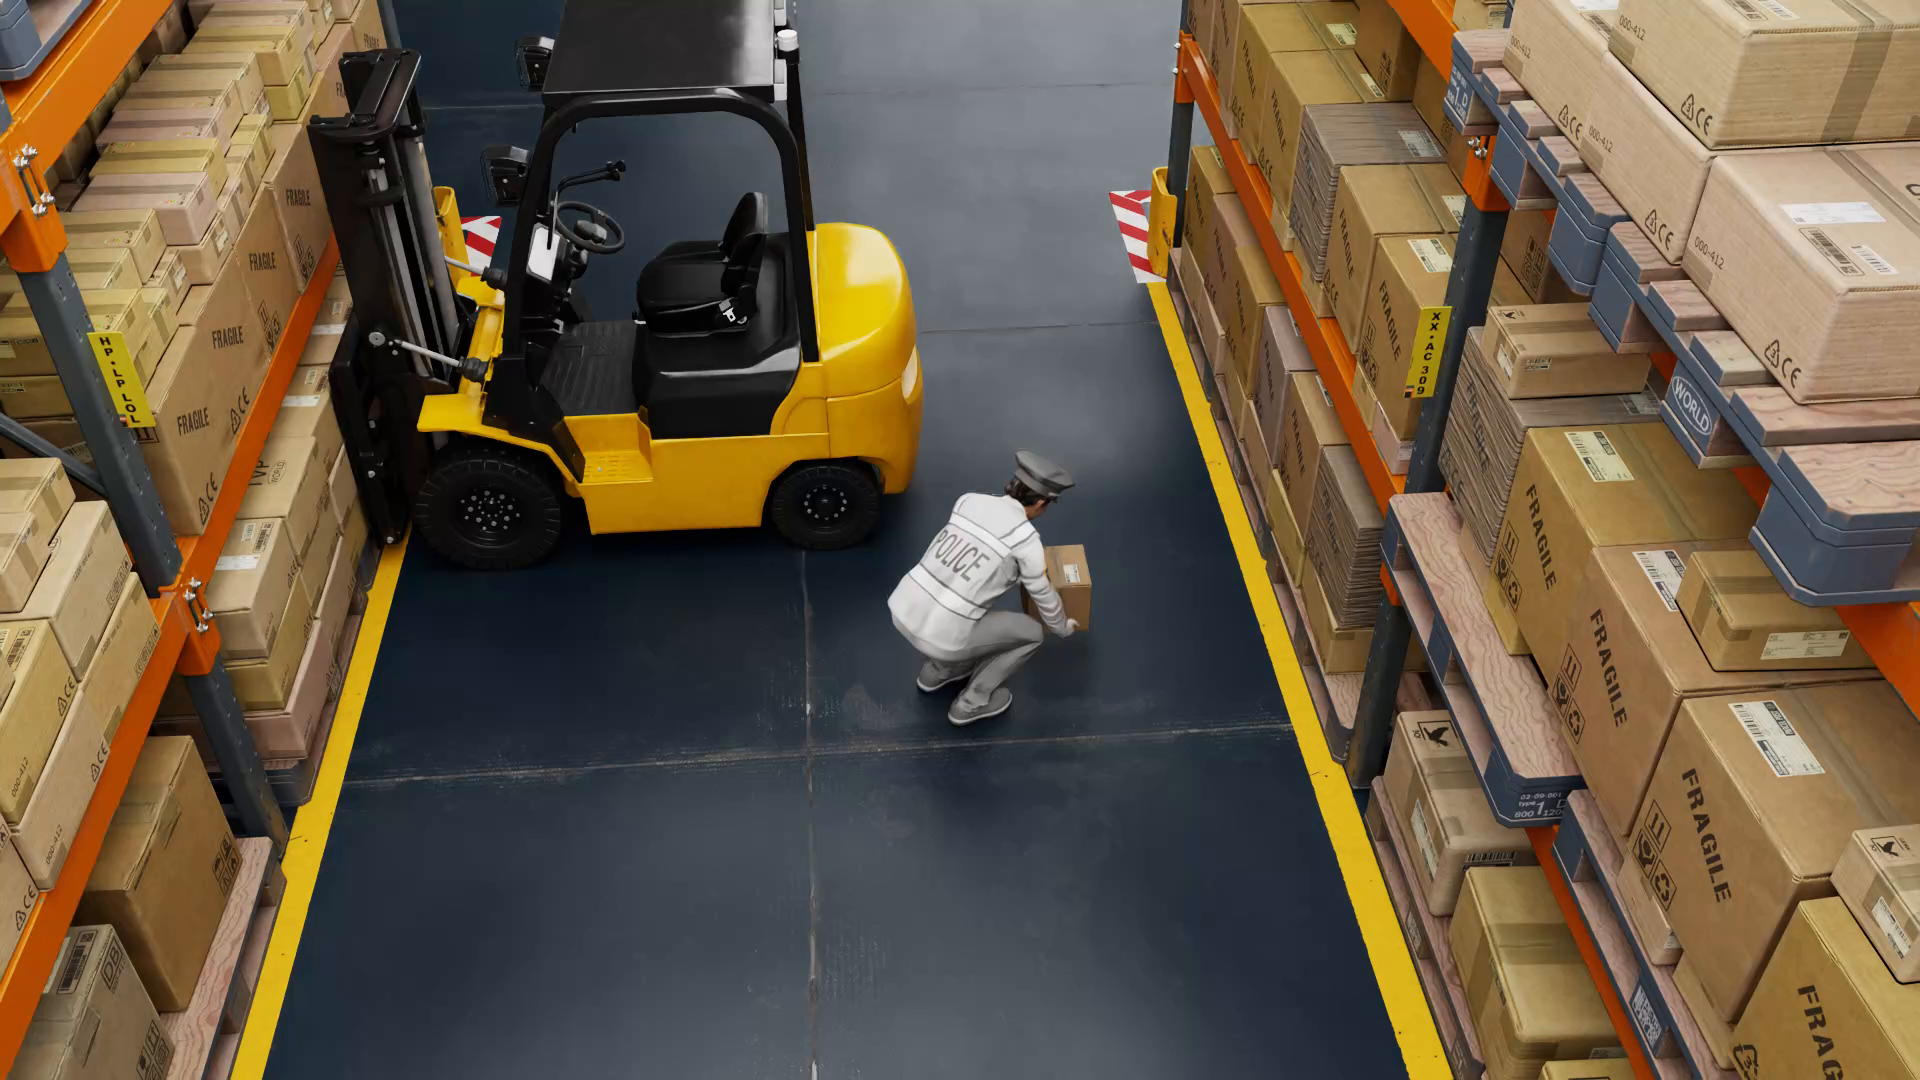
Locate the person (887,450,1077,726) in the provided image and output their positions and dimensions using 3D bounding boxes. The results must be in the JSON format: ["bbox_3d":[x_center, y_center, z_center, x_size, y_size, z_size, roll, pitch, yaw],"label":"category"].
[{"bbox_3d":[0.098,0.180,6.470,0.818,0.993,0.494,-23,45,-26],"label":"person"}]
